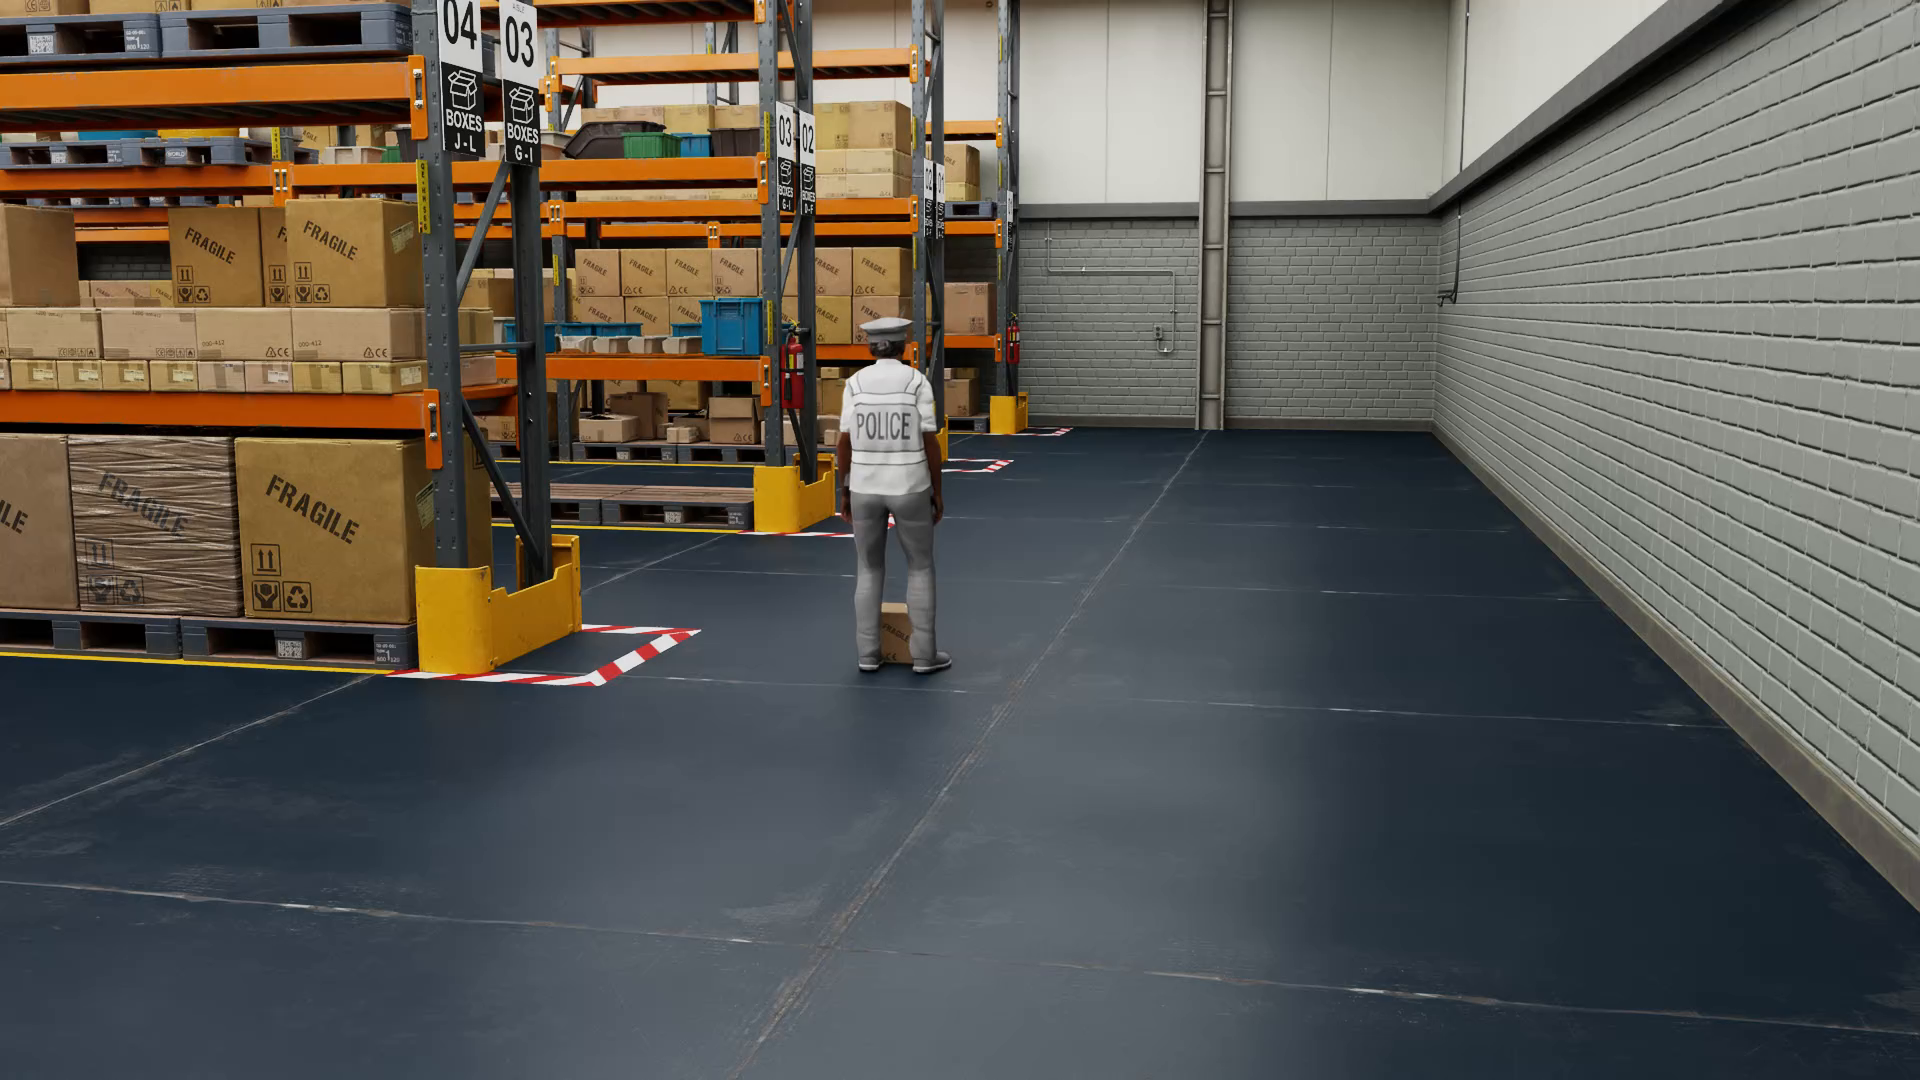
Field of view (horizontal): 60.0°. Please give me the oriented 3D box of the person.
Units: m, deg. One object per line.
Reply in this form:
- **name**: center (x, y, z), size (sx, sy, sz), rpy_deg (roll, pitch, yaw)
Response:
- **person**: center (-0.312, -0.206, 7.795), size (0.521, 1.653, 0.395), rpy_deg (1, 8, 8)
